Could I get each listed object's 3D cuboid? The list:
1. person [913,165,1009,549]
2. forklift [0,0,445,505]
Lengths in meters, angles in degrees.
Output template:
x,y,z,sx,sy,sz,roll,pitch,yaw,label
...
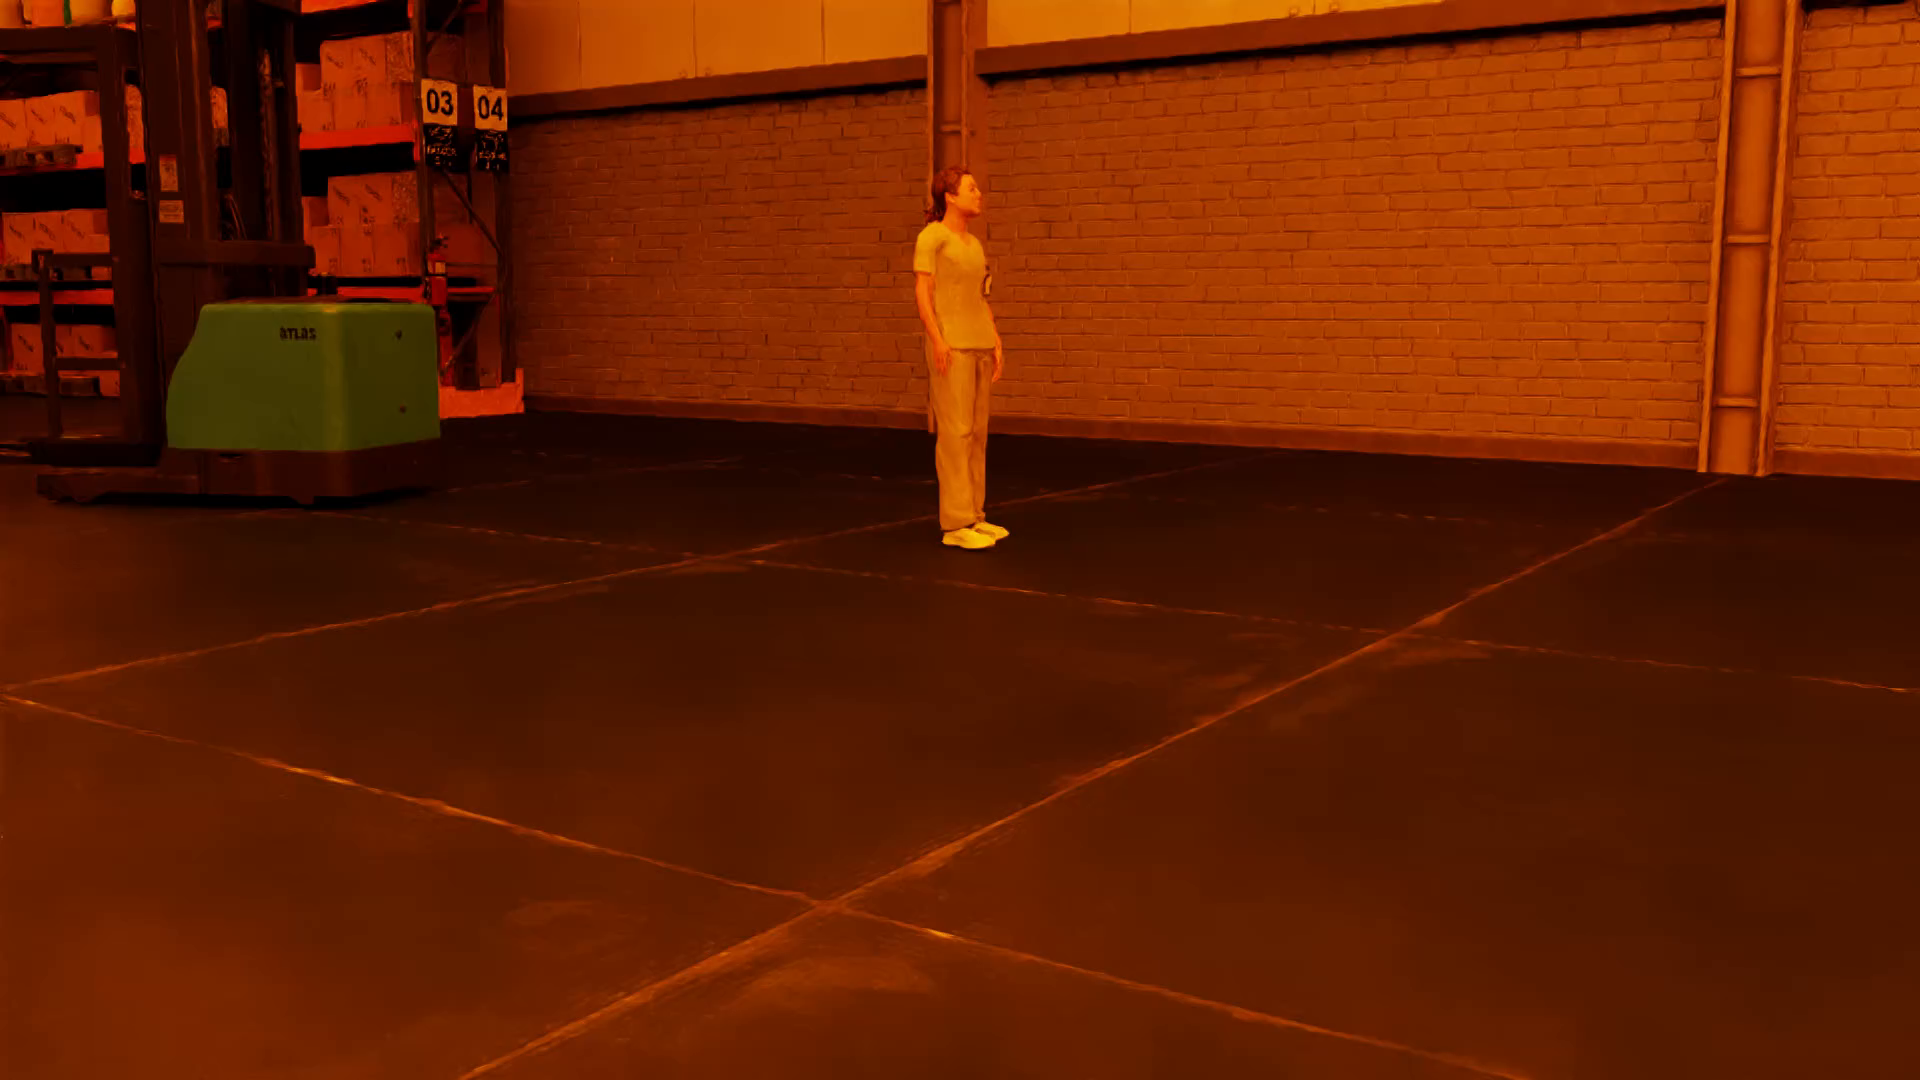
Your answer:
x,y,z,sx,sy,sz,roll,pitch,yaw,label
0.060,-0.823,7.429,0.532,1.663,0.550,5,10,34,person
-4.537,-1.721,9.297,3.031,2.935,1.130,2,8,14,forklift
